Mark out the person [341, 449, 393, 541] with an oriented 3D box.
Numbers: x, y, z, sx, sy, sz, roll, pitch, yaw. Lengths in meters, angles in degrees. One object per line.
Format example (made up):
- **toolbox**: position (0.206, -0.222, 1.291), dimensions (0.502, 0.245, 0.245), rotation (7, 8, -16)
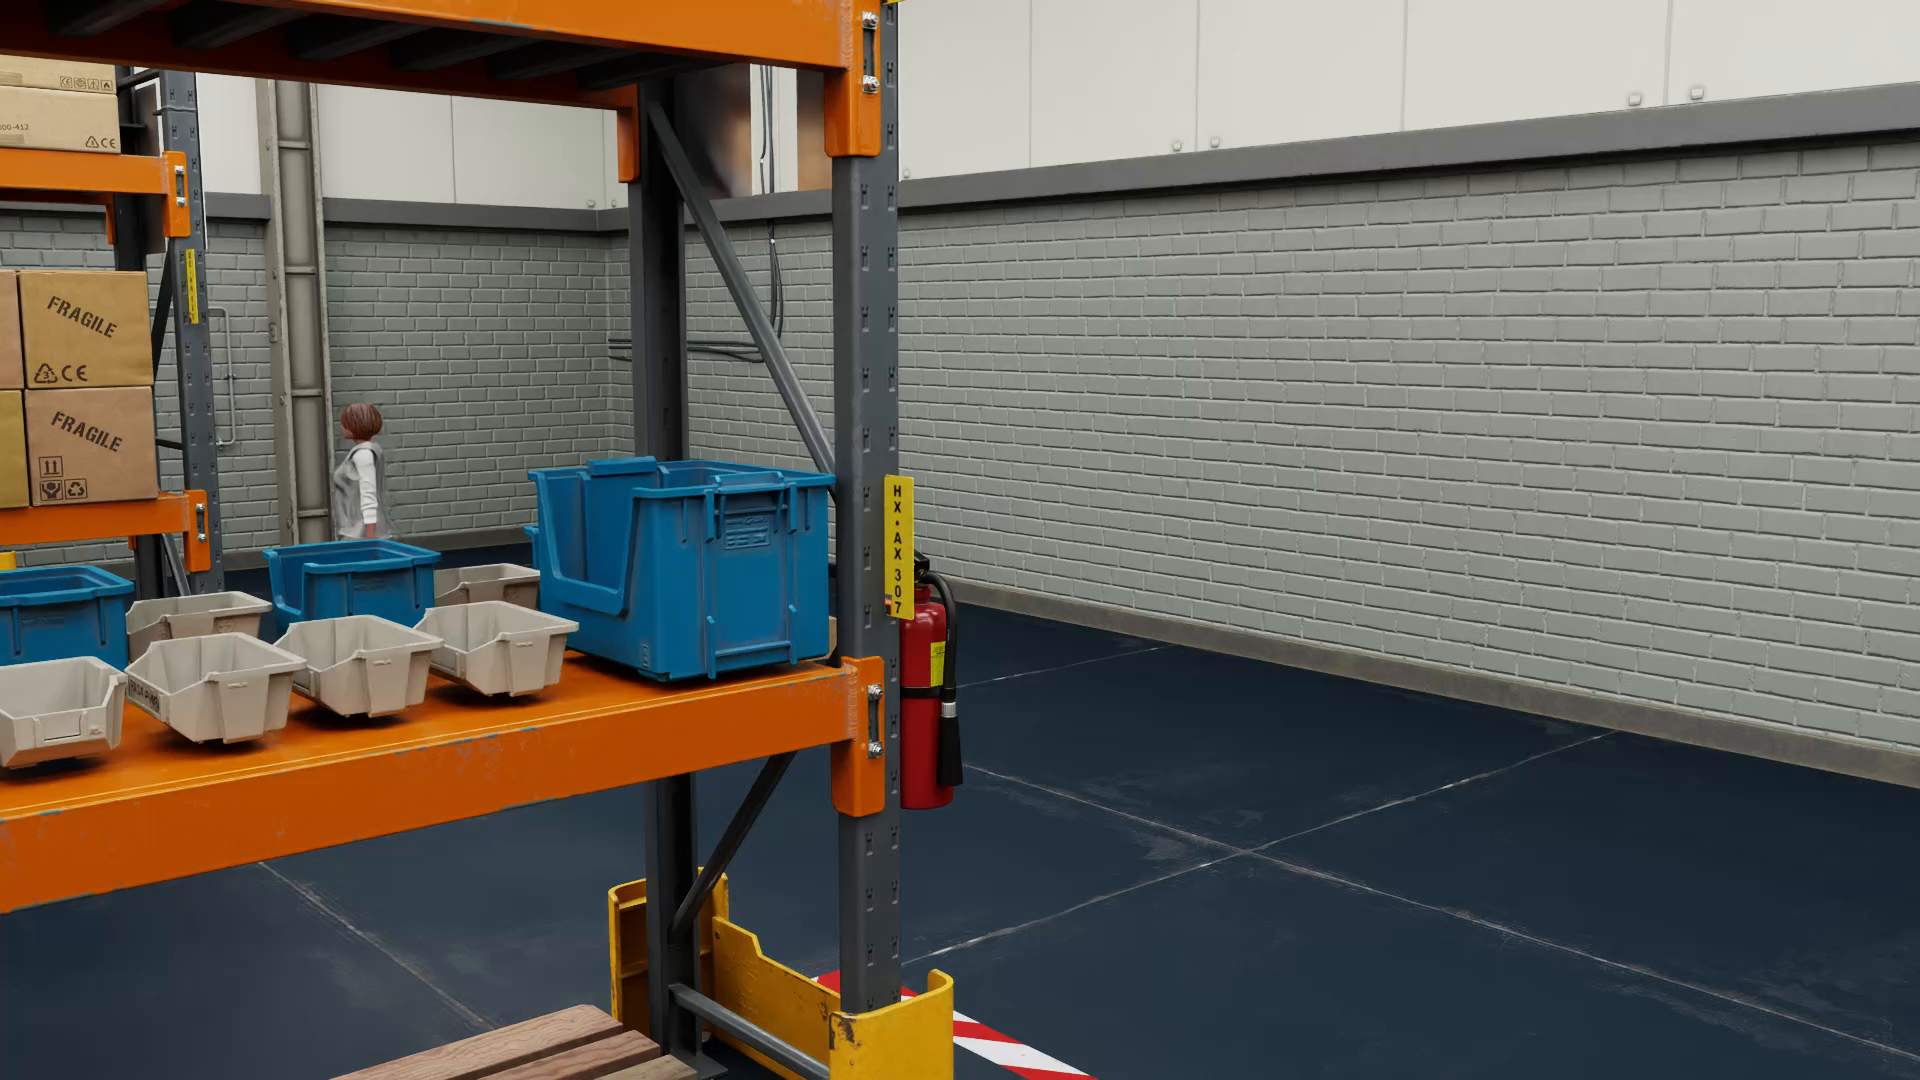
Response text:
- **person**: position (-3.470, 0.084, 9.636), dimensions (0.433, 1.270, 0.439), rotation (-1, 8, -9)
